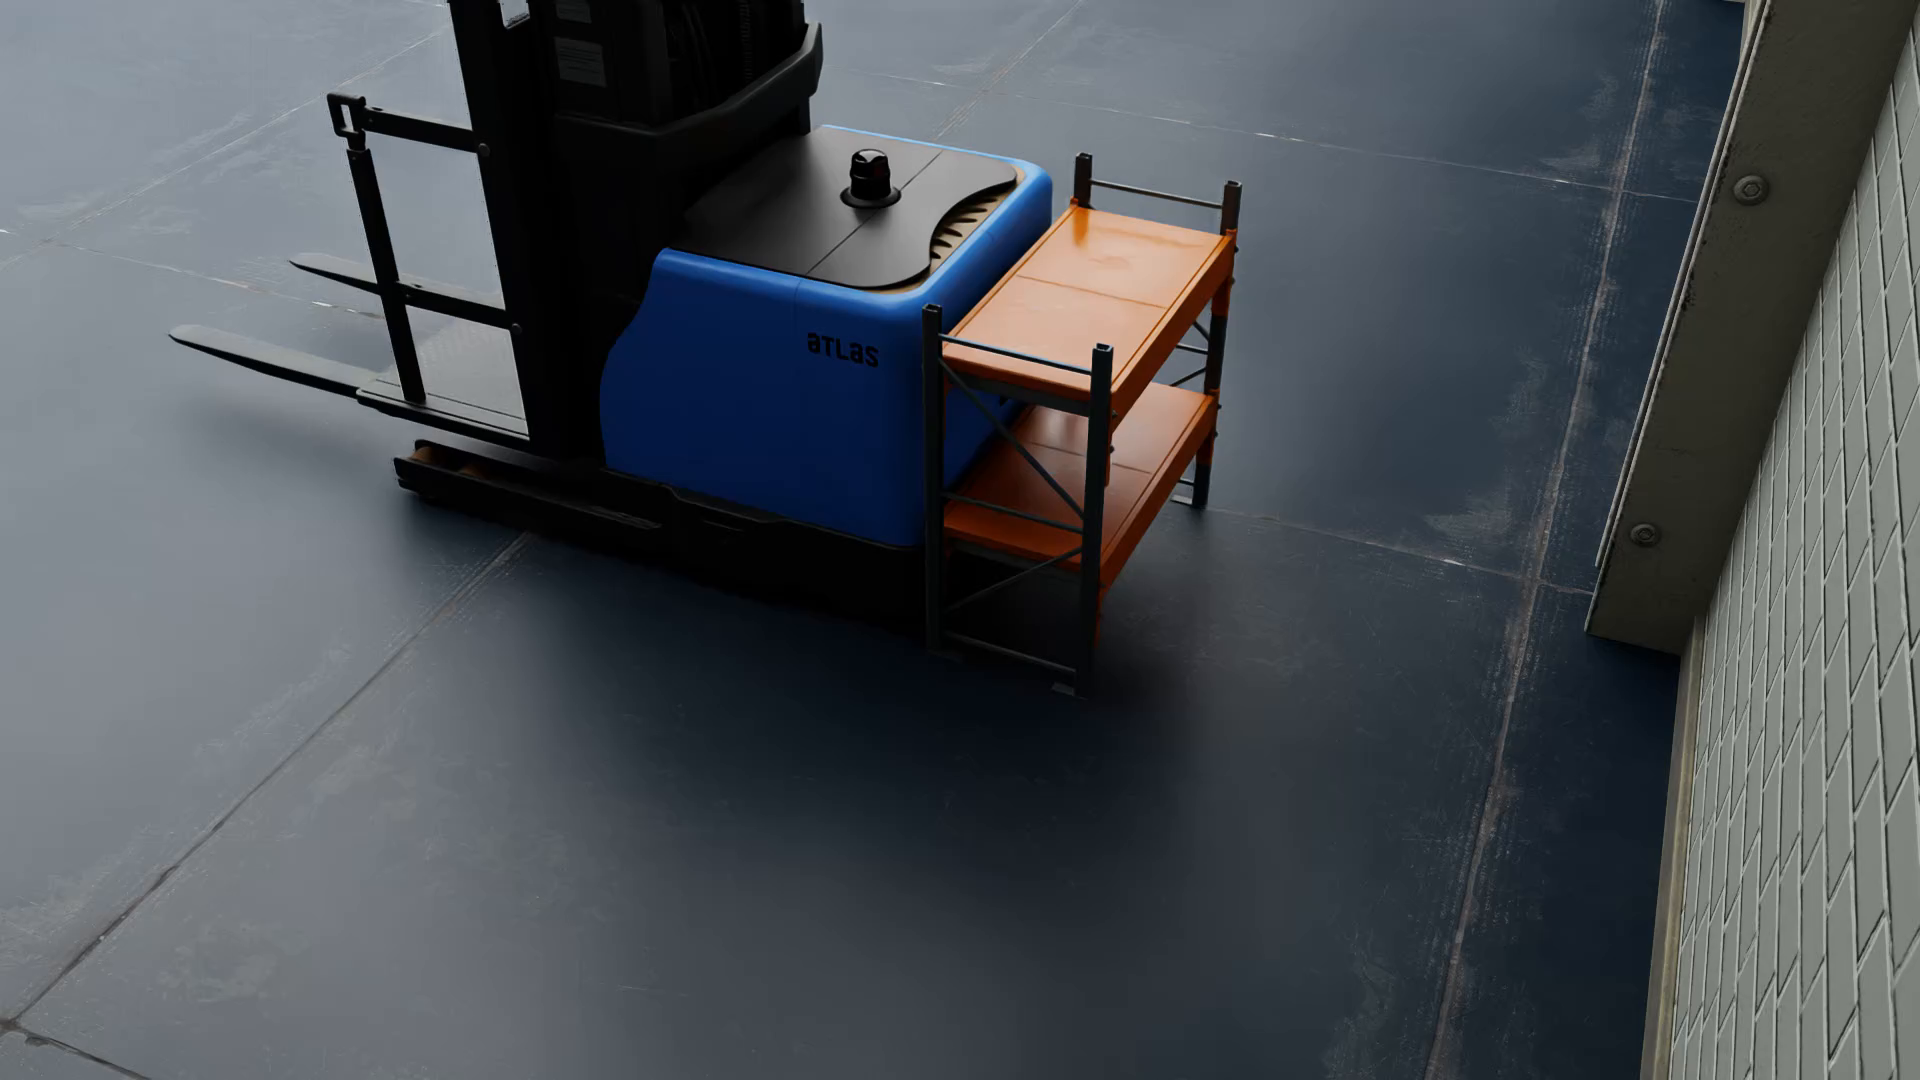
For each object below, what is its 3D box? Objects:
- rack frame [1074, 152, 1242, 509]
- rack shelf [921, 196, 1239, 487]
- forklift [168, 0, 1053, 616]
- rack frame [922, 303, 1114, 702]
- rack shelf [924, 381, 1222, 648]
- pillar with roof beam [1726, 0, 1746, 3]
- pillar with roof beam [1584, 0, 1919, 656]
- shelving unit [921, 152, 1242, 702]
[{"bbox_3d":[0.571,-0.622,5.142,0.500,1.125,0.032,16,40,20],"label":"rack frame"},{"bbox_3d":[0.354,-0.581,4.599,0.538,0.278,1.000,16,40,20],"label":"rack shelf"},{"bbox_3d":[-1.271,-1.533,4.853,3.031,2.935,1.130,15,39,19],"label":"forklift"},{"bbox_3d":[0.137,-0.071,4.406,0.500,1.125,0.032,16,40,20],"label":"rack frame"},{"bbox_3d":[0.354,-0.151,4.920,0.538,0.278,1.000,16,40,20],"label":"rack shelf"},{"bbox_3d":[0.354,-7.710,8.049,9.100,9.000,0.400,14,39,18],"label":"pillar with roof beam"},{"bbox_3d":[-1.929,-4.388,3.604,9.100,9.000,0.400,14,39,18],"label":"pillar with roof beam"},{"bbox_3d":[0.354,-0.346,4.774,0.538,1.125,1.048,16,40,20],"label":"shelving unit"}]
